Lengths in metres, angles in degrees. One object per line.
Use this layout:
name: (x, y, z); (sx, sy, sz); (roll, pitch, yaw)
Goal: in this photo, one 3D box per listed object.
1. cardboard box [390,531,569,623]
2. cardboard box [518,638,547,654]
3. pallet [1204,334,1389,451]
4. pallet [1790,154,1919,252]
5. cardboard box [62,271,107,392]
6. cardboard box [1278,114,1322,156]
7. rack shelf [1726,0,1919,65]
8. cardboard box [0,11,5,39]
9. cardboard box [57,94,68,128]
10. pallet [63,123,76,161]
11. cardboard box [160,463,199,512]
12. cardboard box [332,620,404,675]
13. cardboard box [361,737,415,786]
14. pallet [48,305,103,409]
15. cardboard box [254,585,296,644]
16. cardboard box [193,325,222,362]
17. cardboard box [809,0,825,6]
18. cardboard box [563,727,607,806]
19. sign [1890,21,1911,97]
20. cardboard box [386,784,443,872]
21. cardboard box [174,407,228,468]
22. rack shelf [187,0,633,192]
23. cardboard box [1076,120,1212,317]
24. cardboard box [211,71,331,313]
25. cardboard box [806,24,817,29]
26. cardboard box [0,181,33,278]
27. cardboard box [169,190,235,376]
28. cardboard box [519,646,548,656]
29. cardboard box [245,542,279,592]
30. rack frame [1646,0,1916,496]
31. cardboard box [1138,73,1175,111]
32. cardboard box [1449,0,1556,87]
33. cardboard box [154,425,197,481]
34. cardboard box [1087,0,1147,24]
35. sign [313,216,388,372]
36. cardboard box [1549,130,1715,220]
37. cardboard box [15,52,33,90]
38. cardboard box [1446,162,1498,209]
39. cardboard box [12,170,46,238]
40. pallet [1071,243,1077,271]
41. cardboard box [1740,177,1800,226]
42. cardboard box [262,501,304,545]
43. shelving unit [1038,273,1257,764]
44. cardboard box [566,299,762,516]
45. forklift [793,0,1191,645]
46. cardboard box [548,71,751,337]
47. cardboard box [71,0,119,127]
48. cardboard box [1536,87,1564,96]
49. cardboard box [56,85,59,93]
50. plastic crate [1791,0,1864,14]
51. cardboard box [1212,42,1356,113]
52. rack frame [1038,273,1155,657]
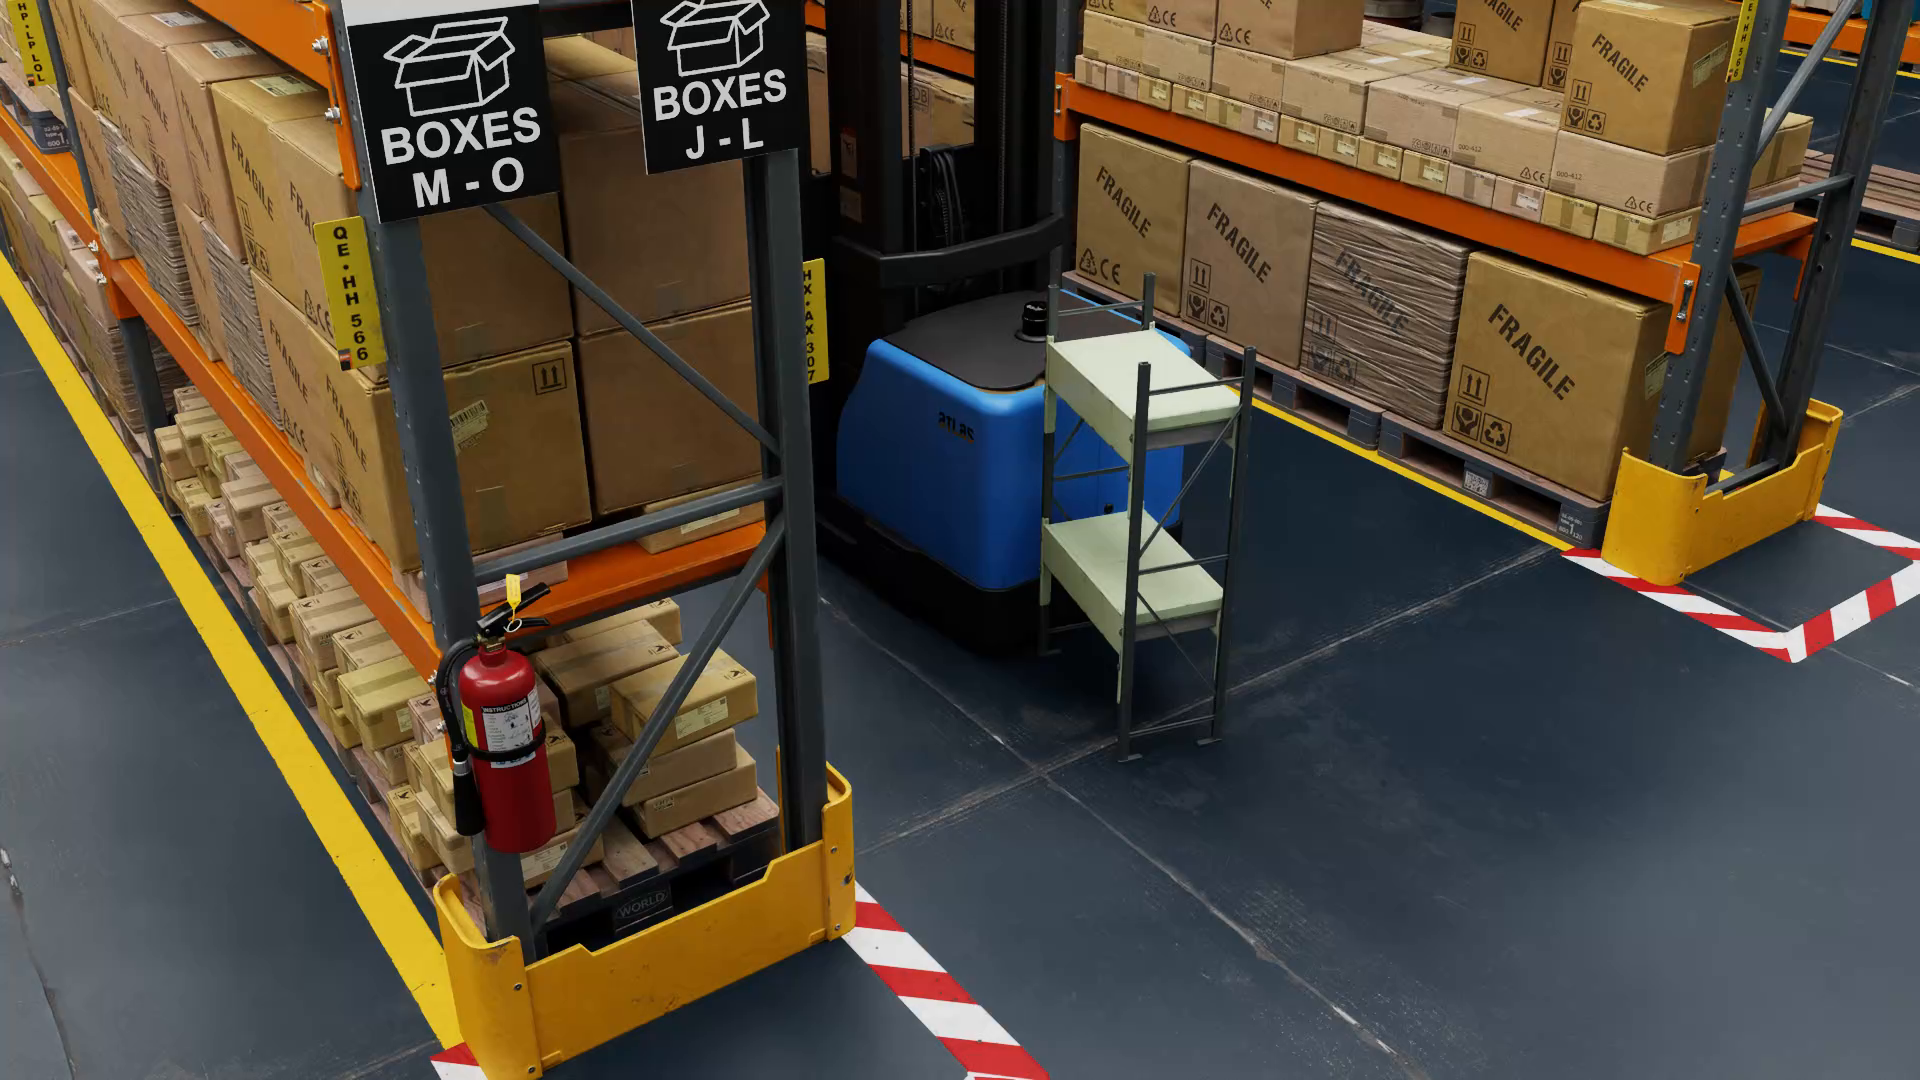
cardboard box: (-1.243, 0.045, 4.287); (0.380, 0.149, 0.250); (-19, 34, -31)
cardboard box: (-1.362, 0.212, 5.641); (0.380, 0.149, 0.250); (-21, 35, -33)
pallet: (2.044, -0.888, 8.664); (1.003, 0.211, 1.213); (-19, 34, -31)
pallet: (6.160, -2.301, 11.266); (1.003, 0.211, 1.213); (-19, 34, -31)
cardboard box: (-4.075, -1.075, 8.266); (0.500, 0.500, 0.500); (-20, 34, -32)
cardboard box: (1.761, -1.982, 8.020); (0.380, 0.149, 0.250); (-20, 34, -32)
rack shelf: (6.150, -3.183, 10.721); (1.077, 0.370, 4.000); (-19, 34, -31)
cardboard box: (-4.740, -2.685, 8.563); (0.380, 0.149, 0.250); (-19, 34, -31)
cardboard box: (-3.829, -1.944, 7.509); (0.380, 0.149, 0.250); (-19, 34, -31)
pallet: (-3.468, -1.825, 7.668); (1.003, 0.211, 1.213); (-19, 34, -31)
cardboard box: (-3.194, -0.273, 7.156); (0.380, 0.149, 0.250); (-20, 35, -33)
cardboard box: (-1.788, 0.357, 5.373); (0.380, 0.149, 0.250); (-20, 34, -33)
cardboard box: (-1.665, 0.593, 5.250); (0.380, 0.149, 0.250); (-20, 35, -33)
pallet: (-4.308, -1.123, 9.097); (1.003, 0.211, 1.213); (-19, 34, -31)
cardboard box: (-2.408, 0.220, 6.248); (0.380, 0.149, 0.250); (-20, 34, -32)
cardboard box: (-2.442, -0.762, 5.773); (0.380, 0.149, 0.250); (-17, 33, -29)
cardboard box: (-0.704, -3.842, 11.076); (0.500, 0.500, 0.500); (-19, 34, -31)
cardboard box: (-1.085, 0.680, 5.401); (0.380, 0.149, 0.250); (-19, 34, -31)
sign: (3.731, -1.917, 6.646); (0.100, 0.325, 0.005); (-19, 34, -31)
cardboard box: (-1.530, 0.833, 5.121); (0.380, 0.149, 0.250); (-18, 33, -29)
cardboard box: (-3.001, -0.450, 6.859); (0.380, 0.149, 0.250); (-17, 33, -28)
rack shelf: (-1.984, -1.796, 5.025); (1.077, 0.370, 4.000); (-19, 34, -31)
cardboard box: (1.273, -1.877, 9.350); (0.875, 0.875, 0.875); (-19, 34, -31)
cardboard box: (-1.585, -0.937, 4.367); (0.500, 0.500, 0.500); (-20, 34, -32)
cardboard box: (-0.982, -3.437, 12.222); (1.225, 0.875, 0.875); (-21, 35, -33)
cardboard box: (-5.261, -1.867, 9.724); (0.500, 0.500, 0.500); (-20, 35, -33)
cardboard box: (-2.171, -0.887, 5.325); (0.500, 0.500, 0.500); (-17, 33, -28)
cardboard box: (-1.306, 0.324, 5.746); (0.380, 0.149, 0.250); (-18, 33, -29)
cardboard box: (-2.414, 0.089, 6.179); (0.380, 0.149, 0.250); (-19, 34, -31)
rack frame: (3.275, -1.350, 6.593); (1.000, 3.000, 0.127); (-19, 34, -31)
cardboard box: (1.162, -2.384, 8.759); (0.380, 0.149, 0.250); (-18, 33, -29)
cardboard box: (2.622, -2.400, 7.586); (0.500, 0.500, 0.500); (-20, 34, -32)
cardboard box: (-3.194, -0.405, 7.087); (0.380, 0.149, 0.250); (-17, 33, -28)
cardboard box: (1.025, -3.043, 8.769); (0.500, 0.500, 0.500); (-19, 34, -31)
sign: (-1.287, -0.518, 3.517); (0.100, 0.325, 0.005); (-19, 34, -31)
cardboard box: (2.778, -1.530, 6.770); (0.500, 0.250, 0.500); (-19, 34, -31)
cardboard box: (-4.448, -2.354, 8.266); (0.380, 0.149, 0.250); (-20, 34, -32)
cardboard box: (2.359, -1.583, 7.286); (0.380, 0.149, 0.250); (-18, 33, -30)
cardboard box: (-4.690, -1.814, 8.841); (0.500, 0.250, 0.500); (-18, 34, -30)
pallet: (0.446, -1.959, 10.636); (1.003, 0.211, 1.213); (-19, 34, -31)
cardboard box: (3.338, -1.469, 7.076); (0.380, 0.149, 0.250); (-18, 33, -30)
cardboard box: (-2.338, -0.066, 6.152); (0.380, 0.149, 0.250); (-20, 35, -33)
shelving unit: (0.616, -0.078, 5.823); (0.431, 1.500, 0.755); (-10, 30, -17)
cardboard box: (-0.859, -0.442, 4.505); (0.500, 0.500, 0.500); (-17, 33, -28)
forklift: (-0.380, -1.528, 6.992); (1.130, 2.935, 3.031); (-20, 34, -32)
cardboard box: (-0.868, -0.879, 4.261); (0.500, 0.500, 0.500); (-19, 34, -31)
cardboard box: (-2.767, -1.745, 5.857); (0.500, 0.500, 0.500); (-20, 34, -32)
cardboard box: (2.910, -1.877, 7.408); (0.500, 0.250, 0.500); (-19, 34, -31)
cardboard box: (-3.831, -2.076, 7.441); (0.380, 0.149, 0.250); (-17, 33, -29)
plastic crate: (5.726, -3.606, 10.808); (0.437, 0.282, 0.530); (-19, 34, -31)
cardboard box: (1.604, -2.320, 8.225); (0.500, 0.250, 0.500); (-18, 33, -29)
rack frame: (0.492, -0.243, 6.126); (0.400, 1.500, 0.023); (-10, 30, -17)
